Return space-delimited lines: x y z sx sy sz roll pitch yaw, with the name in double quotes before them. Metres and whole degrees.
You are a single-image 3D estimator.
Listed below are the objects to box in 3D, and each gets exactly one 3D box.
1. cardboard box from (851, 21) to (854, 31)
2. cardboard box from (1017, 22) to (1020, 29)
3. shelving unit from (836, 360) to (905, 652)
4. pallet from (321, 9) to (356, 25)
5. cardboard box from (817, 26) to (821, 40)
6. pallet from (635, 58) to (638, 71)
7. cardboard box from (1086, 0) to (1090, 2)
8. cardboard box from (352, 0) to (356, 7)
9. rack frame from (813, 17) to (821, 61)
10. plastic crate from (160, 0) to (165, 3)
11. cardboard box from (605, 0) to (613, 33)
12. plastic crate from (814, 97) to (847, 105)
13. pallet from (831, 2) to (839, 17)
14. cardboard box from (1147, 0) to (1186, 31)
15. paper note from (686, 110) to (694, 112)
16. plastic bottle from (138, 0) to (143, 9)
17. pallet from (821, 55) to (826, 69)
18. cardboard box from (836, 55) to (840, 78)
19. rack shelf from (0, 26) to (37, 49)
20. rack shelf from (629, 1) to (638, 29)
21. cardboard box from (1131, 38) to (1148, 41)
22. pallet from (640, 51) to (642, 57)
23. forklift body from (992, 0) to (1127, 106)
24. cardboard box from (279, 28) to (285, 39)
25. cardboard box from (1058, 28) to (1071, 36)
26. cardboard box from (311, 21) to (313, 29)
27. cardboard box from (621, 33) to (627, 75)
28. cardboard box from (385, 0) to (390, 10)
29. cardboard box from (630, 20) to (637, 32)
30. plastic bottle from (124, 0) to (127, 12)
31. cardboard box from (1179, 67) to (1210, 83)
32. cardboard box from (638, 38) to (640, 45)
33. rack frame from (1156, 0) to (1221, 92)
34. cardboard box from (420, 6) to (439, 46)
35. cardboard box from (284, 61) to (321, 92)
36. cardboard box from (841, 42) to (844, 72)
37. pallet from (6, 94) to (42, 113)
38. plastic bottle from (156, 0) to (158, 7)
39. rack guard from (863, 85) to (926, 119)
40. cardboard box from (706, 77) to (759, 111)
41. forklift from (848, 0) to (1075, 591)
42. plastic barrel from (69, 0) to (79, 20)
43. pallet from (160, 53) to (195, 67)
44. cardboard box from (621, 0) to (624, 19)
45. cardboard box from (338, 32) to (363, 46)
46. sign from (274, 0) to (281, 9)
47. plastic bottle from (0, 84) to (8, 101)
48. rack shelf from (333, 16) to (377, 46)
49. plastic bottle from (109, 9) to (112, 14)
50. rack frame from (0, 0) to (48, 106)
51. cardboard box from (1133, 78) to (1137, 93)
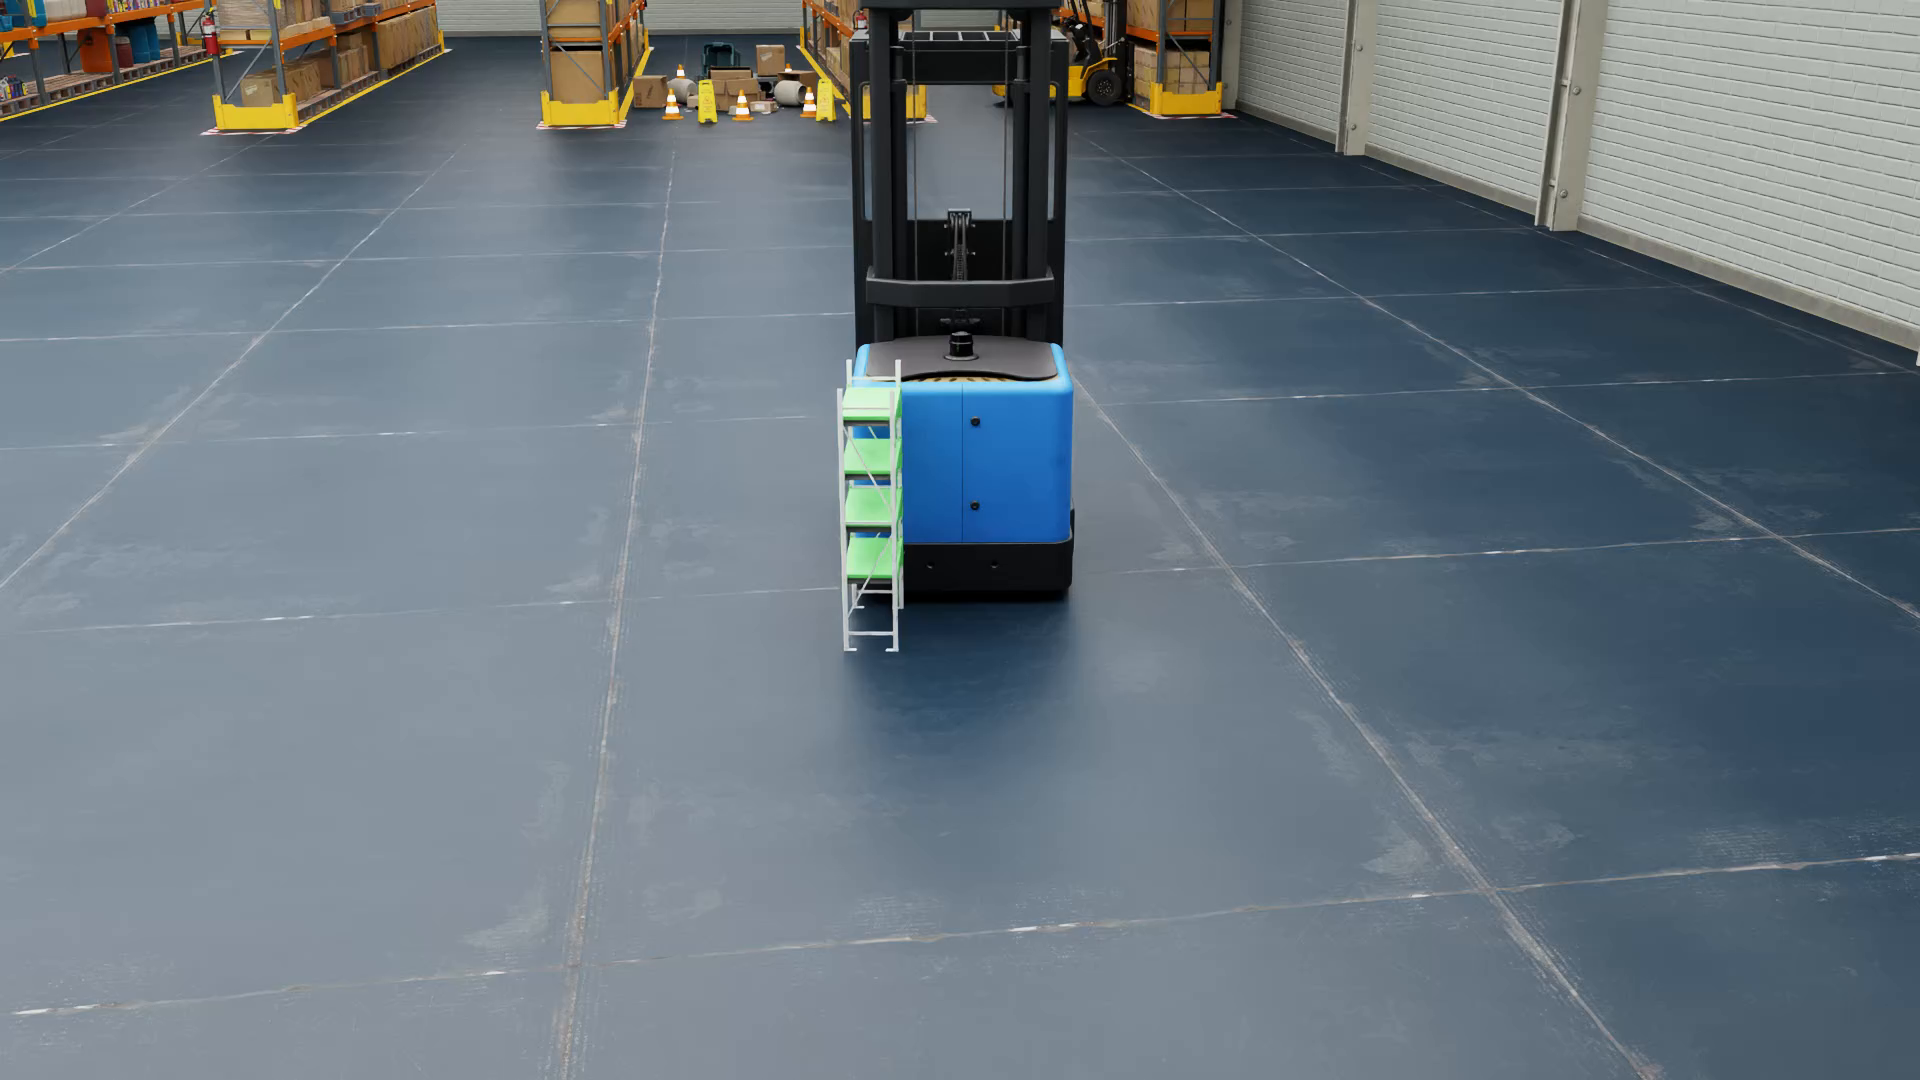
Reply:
"cardboard box" -1.629 -8.583 27.768 0.380 0.149 0.250 -3 21 -7
"cardboard box" 1.699 -12.265 40.241 0.700 0.500 0.500 -4 21 -10
"shelving unit" -0.391 -0.155 7.416 0.258 1.200 0.503 0 20 1
"pallet" -11.484 -9.389 29.842 1.003 0.211 1.213 -3 21 -8
"cardboard box" -2.978 -12.006 39.636 0.875 0.438 0.875 -4 21 -9
"pallet" -7.455 -10.193 35.706 1.003 0.211 1.213 -3 21 -8
"cardboard box" 2.727 -10.635 32.403 0.500 0.250 0.500 -3 21 -7
"cardboard box" -11.587 -10.162 31.229 0.396 0.266 0.258 -4 21 -9
"rack frame" -2.864 -12.477 37.835 1.000 3.000 0.127 -3 21 -8
"plastic crate" -17.498 -11.800 36.314 0.396 0.136 0.243 -3 21 -8
"cardboard box" -6.174 -8.623 27.303 0.875 0.550 0.550 -3 21 -8
"plastic crate" -2.296 -7.754 29.364 0.402 0.080 0.583 -11 23 -26
"pallet" -1.962 -10.319 32.331 1.003 0.211 1.213 -3 21 -8
"cardboard box" 3.446 -8.778 27.788 0.500 0.500 0.500 -3 21 -9
"paper note" -4.558 -7.260 28.113 0.144 0.017 0.142 4 21 11
"plastic bottle" -17.017 -11.121 34.382 0.152 0.276 0.135 -3 21 -8
"pallet" -2.499 -10.484 36.484 1.003 0.211 1.213 -3 21 -8
"cardboard box" -1.896 -9.103 31.957 0.950 0.372 0.625 -2 21 -4
"rack shelf" -16.131 -7.928 26.684 1.077 0.370 4.000 -3 21 -8
"rack shelf" -7.460 -11.163 35.345 1.077 0.370 4.000 -3 21 -8
"cardboard box" 3.462 -9.175 30.895 0.500 0.250 0.500 -3 21 -7
"pallet" -8.059 -11.540 39.312 1.003 0.211 1.213 -3 21 -8
"forklift body" 1.698 -8.741 29.045 2.313 2.155 1.214 -3 21 -8
"cardboard box" -10.763 -7.903 25.947 0.380 0.149 0.250 -3 21 -8
"cardboard box" 2.302 -10.831 35.475 0.380 0.149 0.250 -4 21 -10
"cardboard box" -11.141 -8.679 28.026 0.380 0.149 0.250 -3 21 -8
"cardboard box" -7.043 -9.432 32.298 1.050 0.750 0.750 -3 21 -7
"cardboard box" -12.049 -11.177 34.211 0.500 0.500 0.500 -3 21 -9
"cardboard box" -7.391 -11.324 36.649 0.500 0.250 0.500 -3 21 -9
"plastic bottle" -16.847 -10.776 33.465 0.097 0.271 0.097 0 20 0
"cardboard box" 3.915 -7.890 28.169 0.500 0.250 0.500 -3 21 -7
"cardboard box" -7.484 -11.335 37.825 0.380 0.149 0.250 -2 21 -5
"rack frame" 3.777 -8.574 27.385 1.000 3.000 0.127 -3 21 -8
"cardboard box" -13.076 -12.346 39.921 0.875 0.875 0.875 -3 21 -8
"cardboard box" -11.500 -8.092 29.068 0.500 0.500 0.500 -4 21 -9
"cardboard box" -1.893 -8.749 30.112 0.500 0.500 0.500 -2 21 -5
"pallet" -16.363 -7.417 28.272 1.003 0.211 1.213 -3 21 -8
"plastic bottle" -17.152 -11.475 35.437 0.097 0.201 0.097 0 20 0
"rack guard" -1.145 -7.177 27.219 1.175 0.500 0.348 -3 21 -8
"cardboard box" -3.893 -7.633 28.434 0.637 0.503 0.797 17 27 39
"forklift" -0.008 -1.593 8.793 1.130 2.935 3.031 0 20 -1
"plastic barrel" -16.575 -9.904 30.785 0.421 0.512 0.421 0 20 0
"pallet" -17.716 -10.674 36.992 1.003 0.211 1.213 -3 21 -8
"cardboard box" -6.478 -9.840 30.631 0.500 0.500 0.500 -3 21 -7
"cardboard box" -11.968 -9.748 32.401 0.500 0.250 0.500 -2 21 -6
"sign" -10.404 -8.255 25.295 0.100 0.325 0.005 -3 21 -8
"plastic bottle" -15.947 -7.444 27.625 0.152 0.276 0.135 -3 21 -7
"rack shelf" -11.806 -9.563 31.061 1.077 0.370 4.000 -3 21 -8
"plastic bottle" -16.738 -10.450 32.586 0.152 0.276 0.135 -3 21 -8
"rack frame" -16.419 -8.957 28.412 1.000 3.000 0.127 -3 21 -8
"cardboard box" 3.271 -7.975 29.112 0.500 0.250 0.500 -3 21 -7
